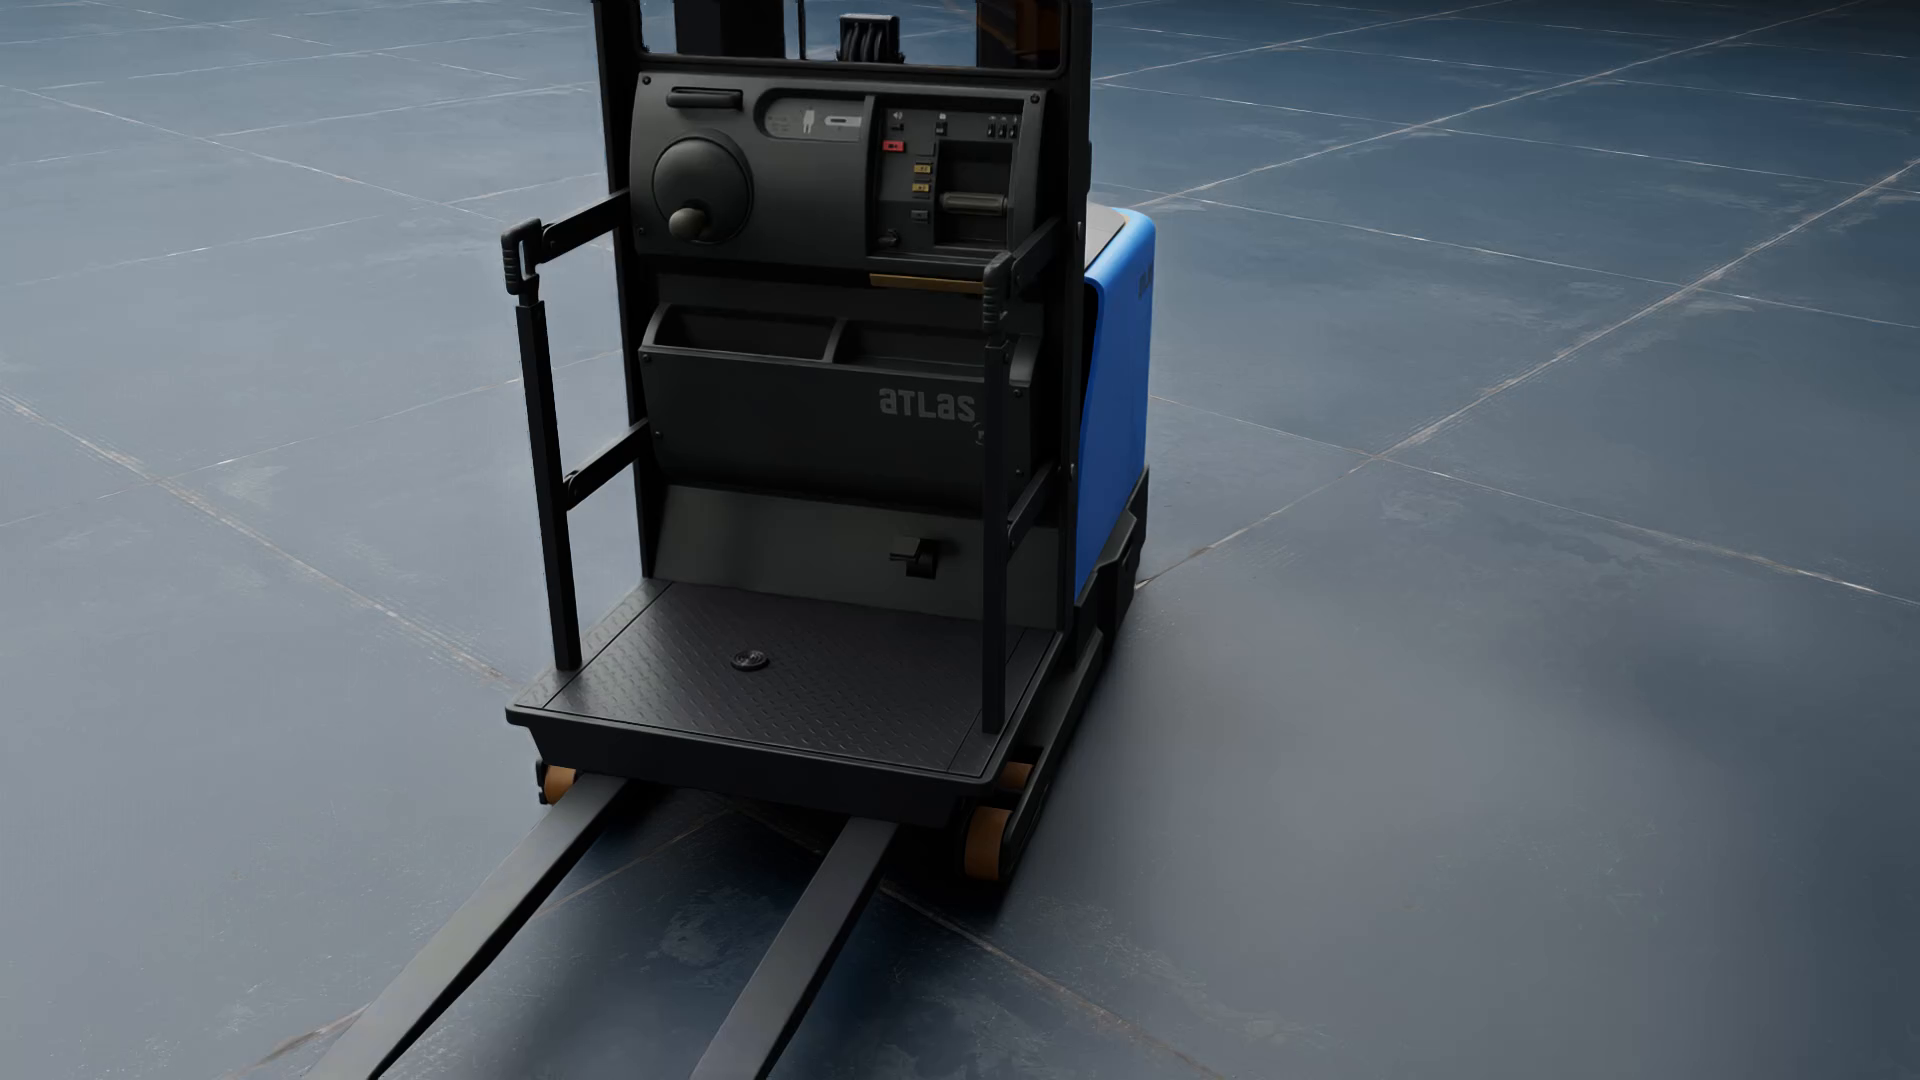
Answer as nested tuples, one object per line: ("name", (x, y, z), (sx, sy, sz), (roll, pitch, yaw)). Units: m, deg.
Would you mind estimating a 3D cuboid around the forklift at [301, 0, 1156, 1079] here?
("forklift", (-0.332, -0.775, 3.396), (1.130, 2.935, 3.031), (7, 25, 15))
